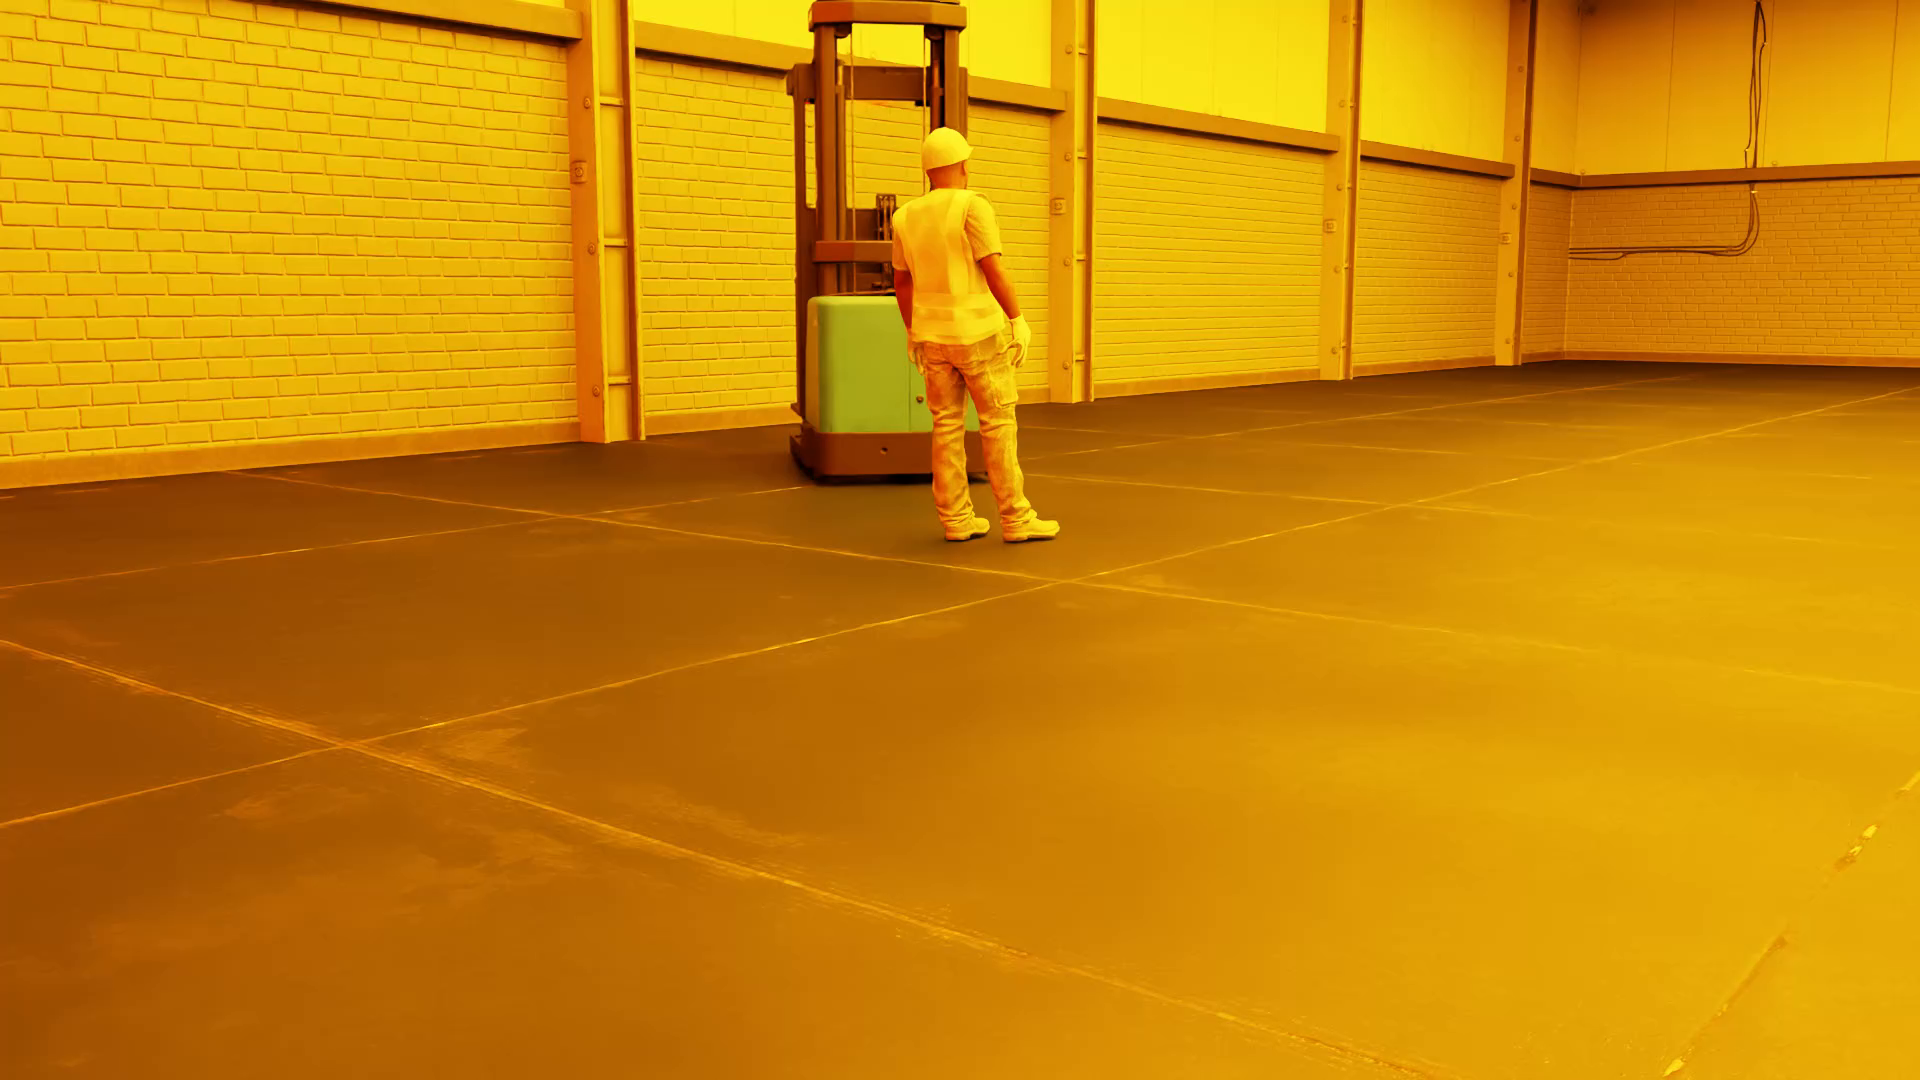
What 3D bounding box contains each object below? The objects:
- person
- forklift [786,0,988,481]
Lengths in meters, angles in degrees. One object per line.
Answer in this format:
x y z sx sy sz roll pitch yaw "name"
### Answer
0.052 -0.896 7.326 0.656 1.784 0.575 7 11 38 "person"
-0.535 -1.972 10.754 1.130 2.935 3.031 -1 8 -10 "forklift"
